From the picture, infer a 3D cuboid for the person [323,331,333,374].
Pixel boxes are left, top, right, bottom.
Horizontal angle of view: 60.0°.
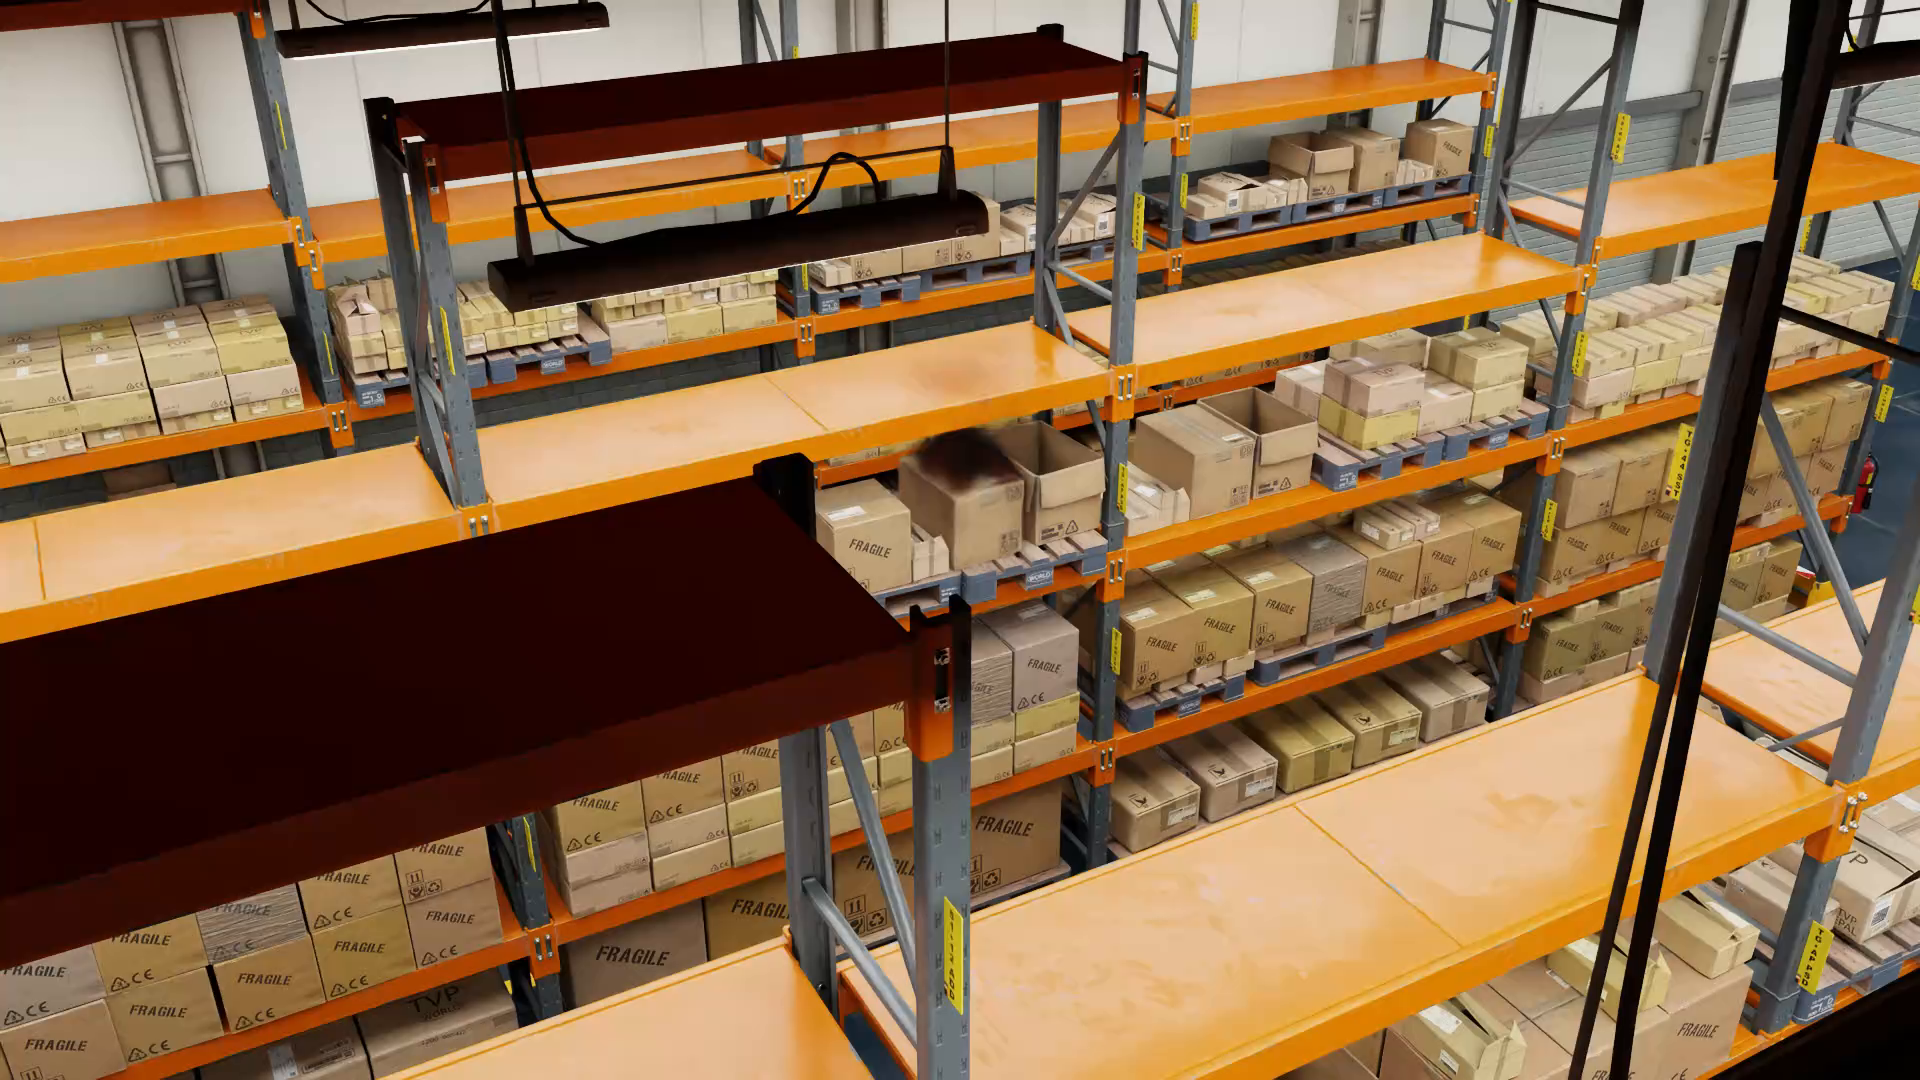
[{"bbox_3d":[5.948,4.057,4.947,28.550,2.700,4.103,17,32,29],"label":"person"}]
